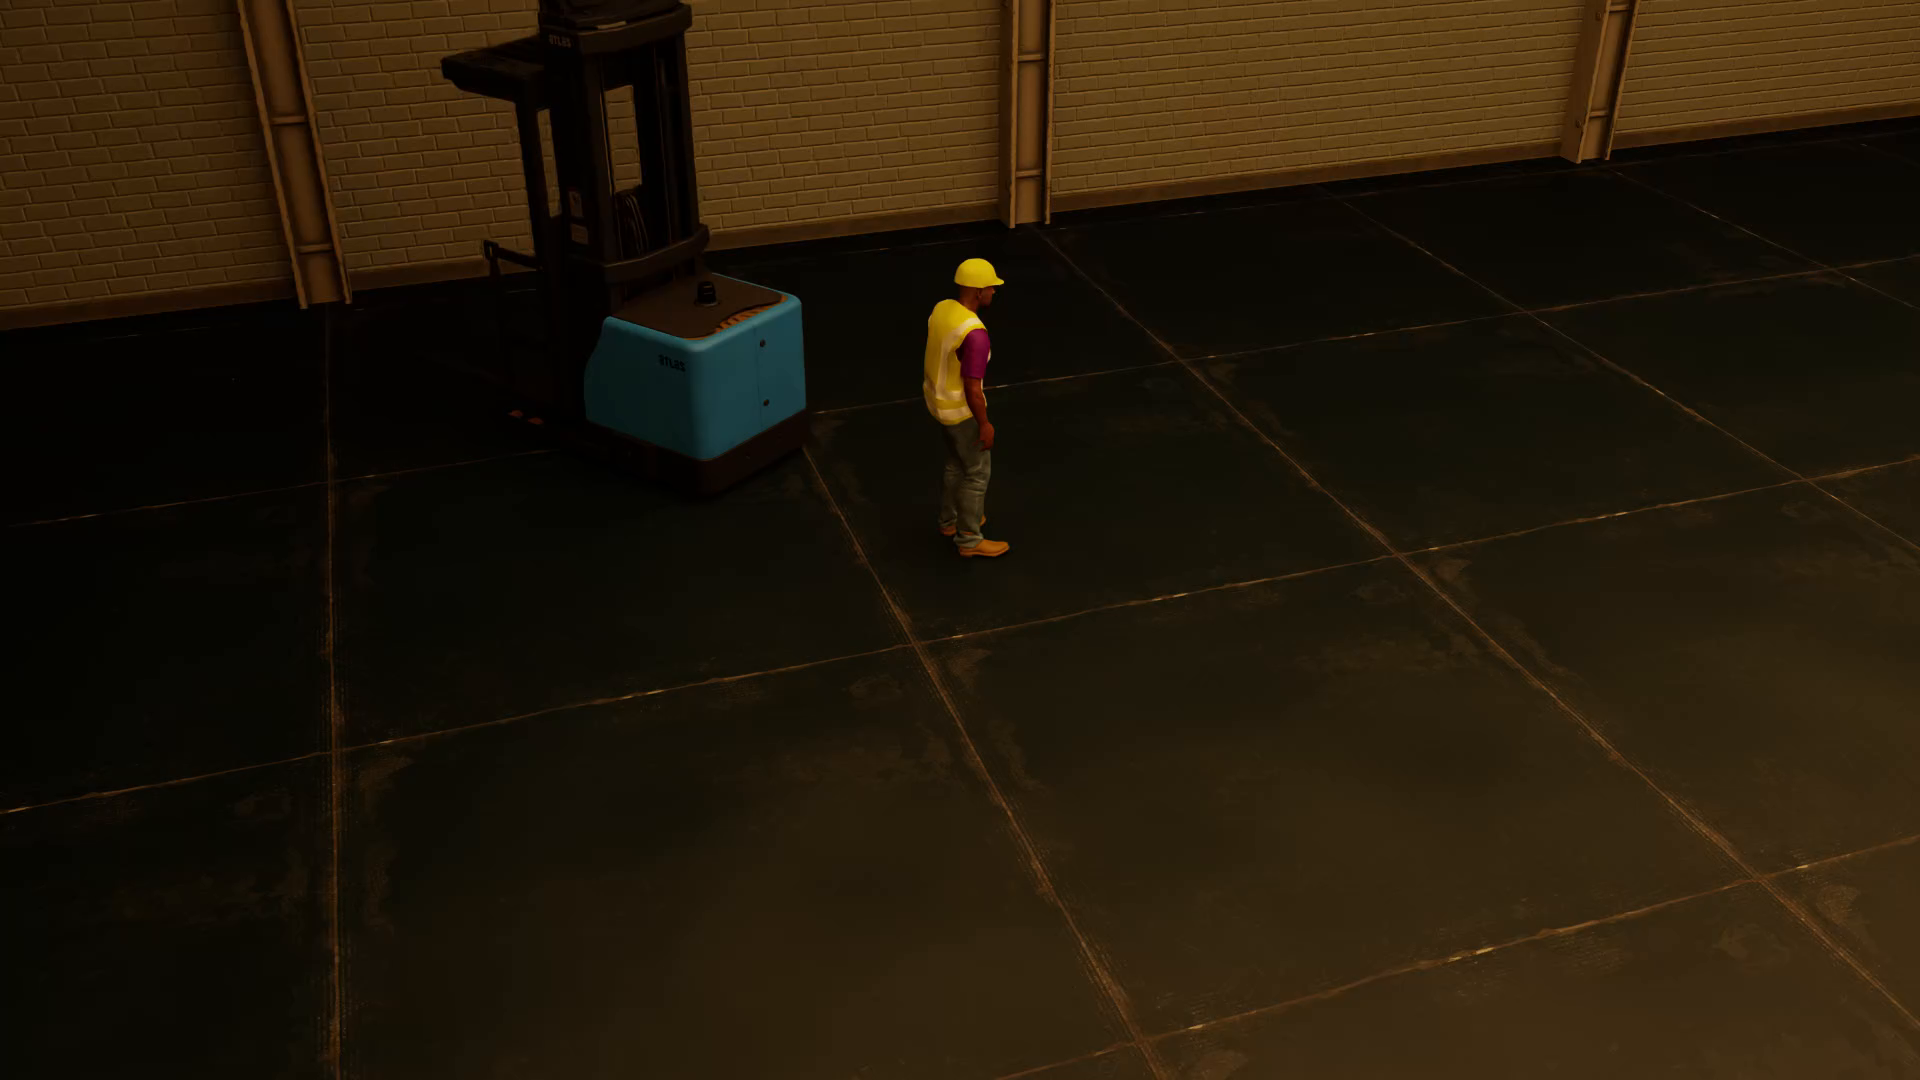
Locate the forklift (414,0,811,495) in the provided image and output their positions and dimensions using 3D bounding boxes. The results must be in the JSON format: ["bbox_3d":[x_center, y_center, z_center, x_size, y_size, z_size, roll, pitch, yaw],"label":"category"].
[{"bbox_3d":[-2.490,-2.119,10.769,3.031,2.935,1.130,19,35,30],"label":"forklift"}]

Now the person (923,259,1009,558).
[{"bbox_3d":[0.035,-0.771,9.606,0.460,1.760,0.626,-11,32,-18],"label":"person"}]
